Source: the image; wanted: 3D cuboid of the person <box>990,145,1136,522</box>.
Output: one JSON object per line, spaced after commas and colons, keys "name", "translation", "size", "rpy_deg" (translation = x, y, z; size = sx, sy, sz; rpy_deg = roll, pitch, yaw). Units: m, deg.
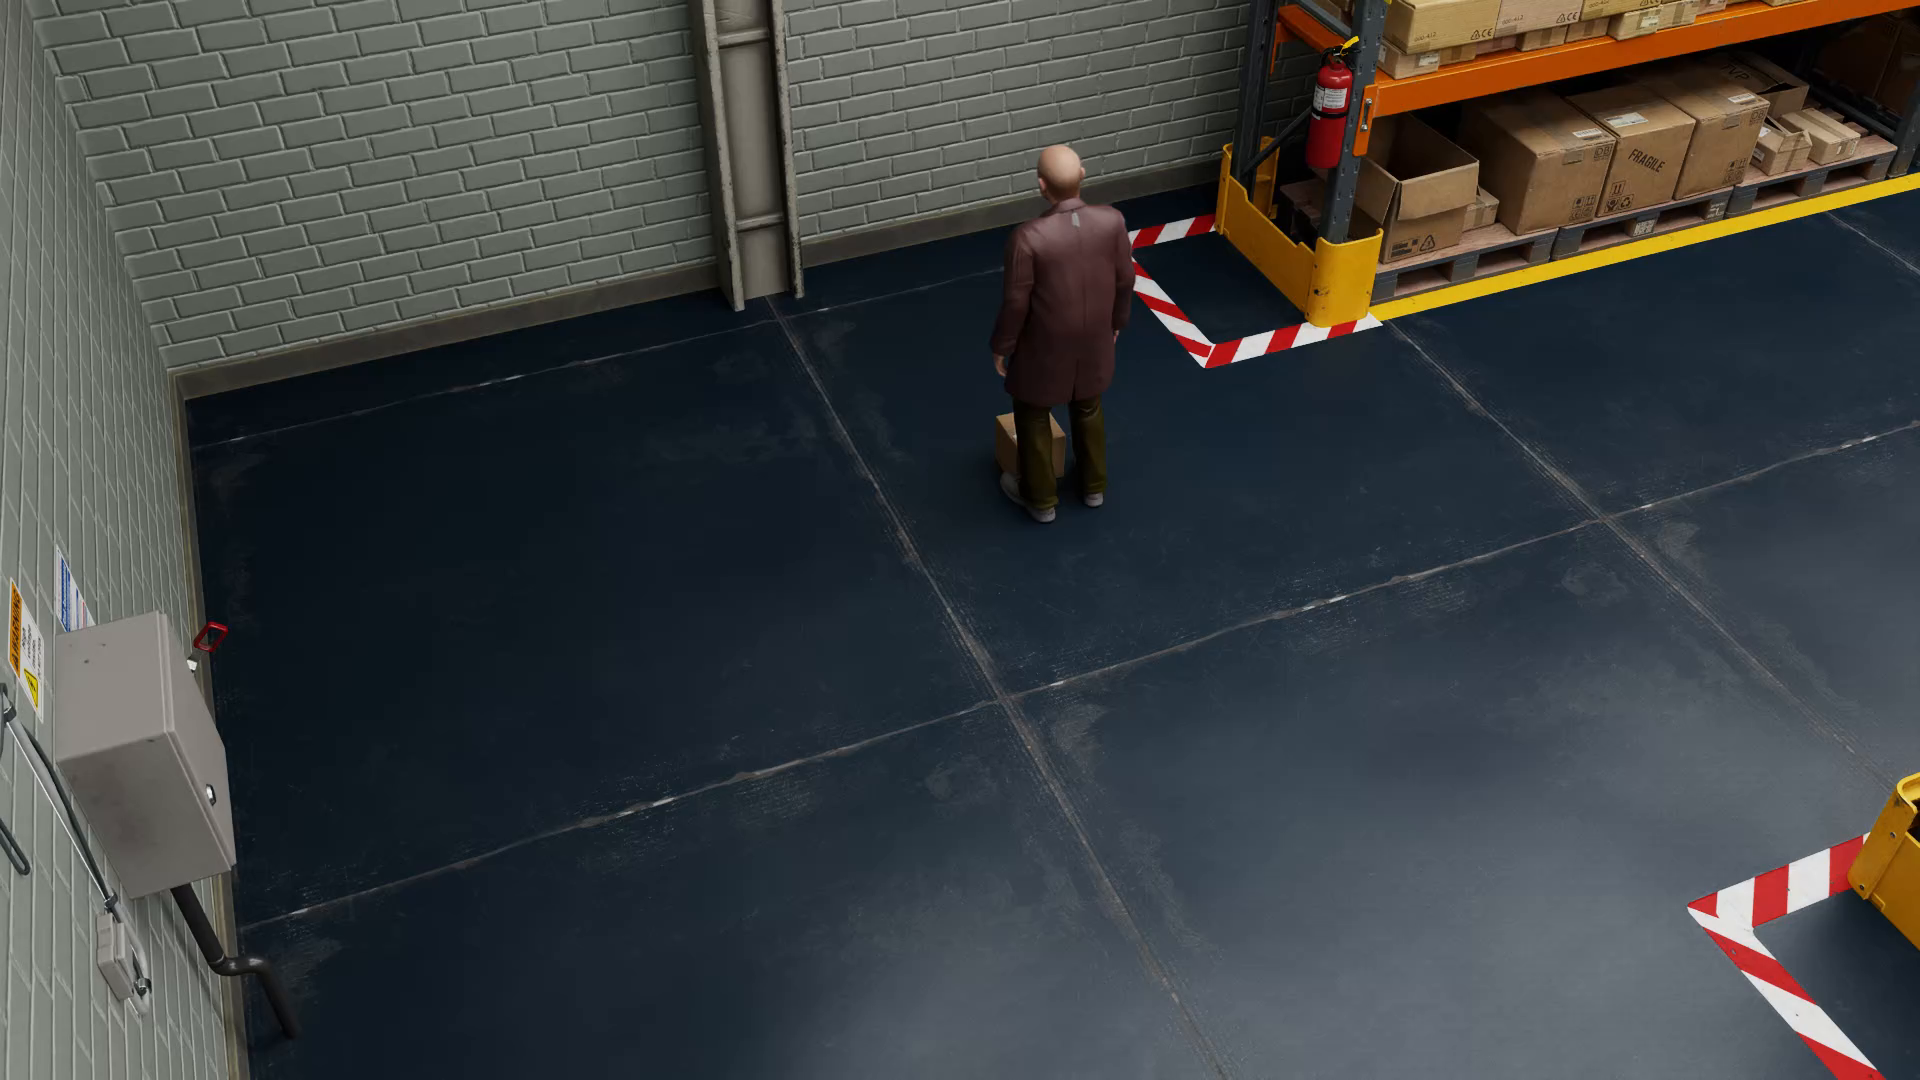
{"name": "person", "translation": [0.433, -0.867, 7.160], "size": [0.644, 1.774, 0.425], "rpy_deg": [-15, 43, -16]}
